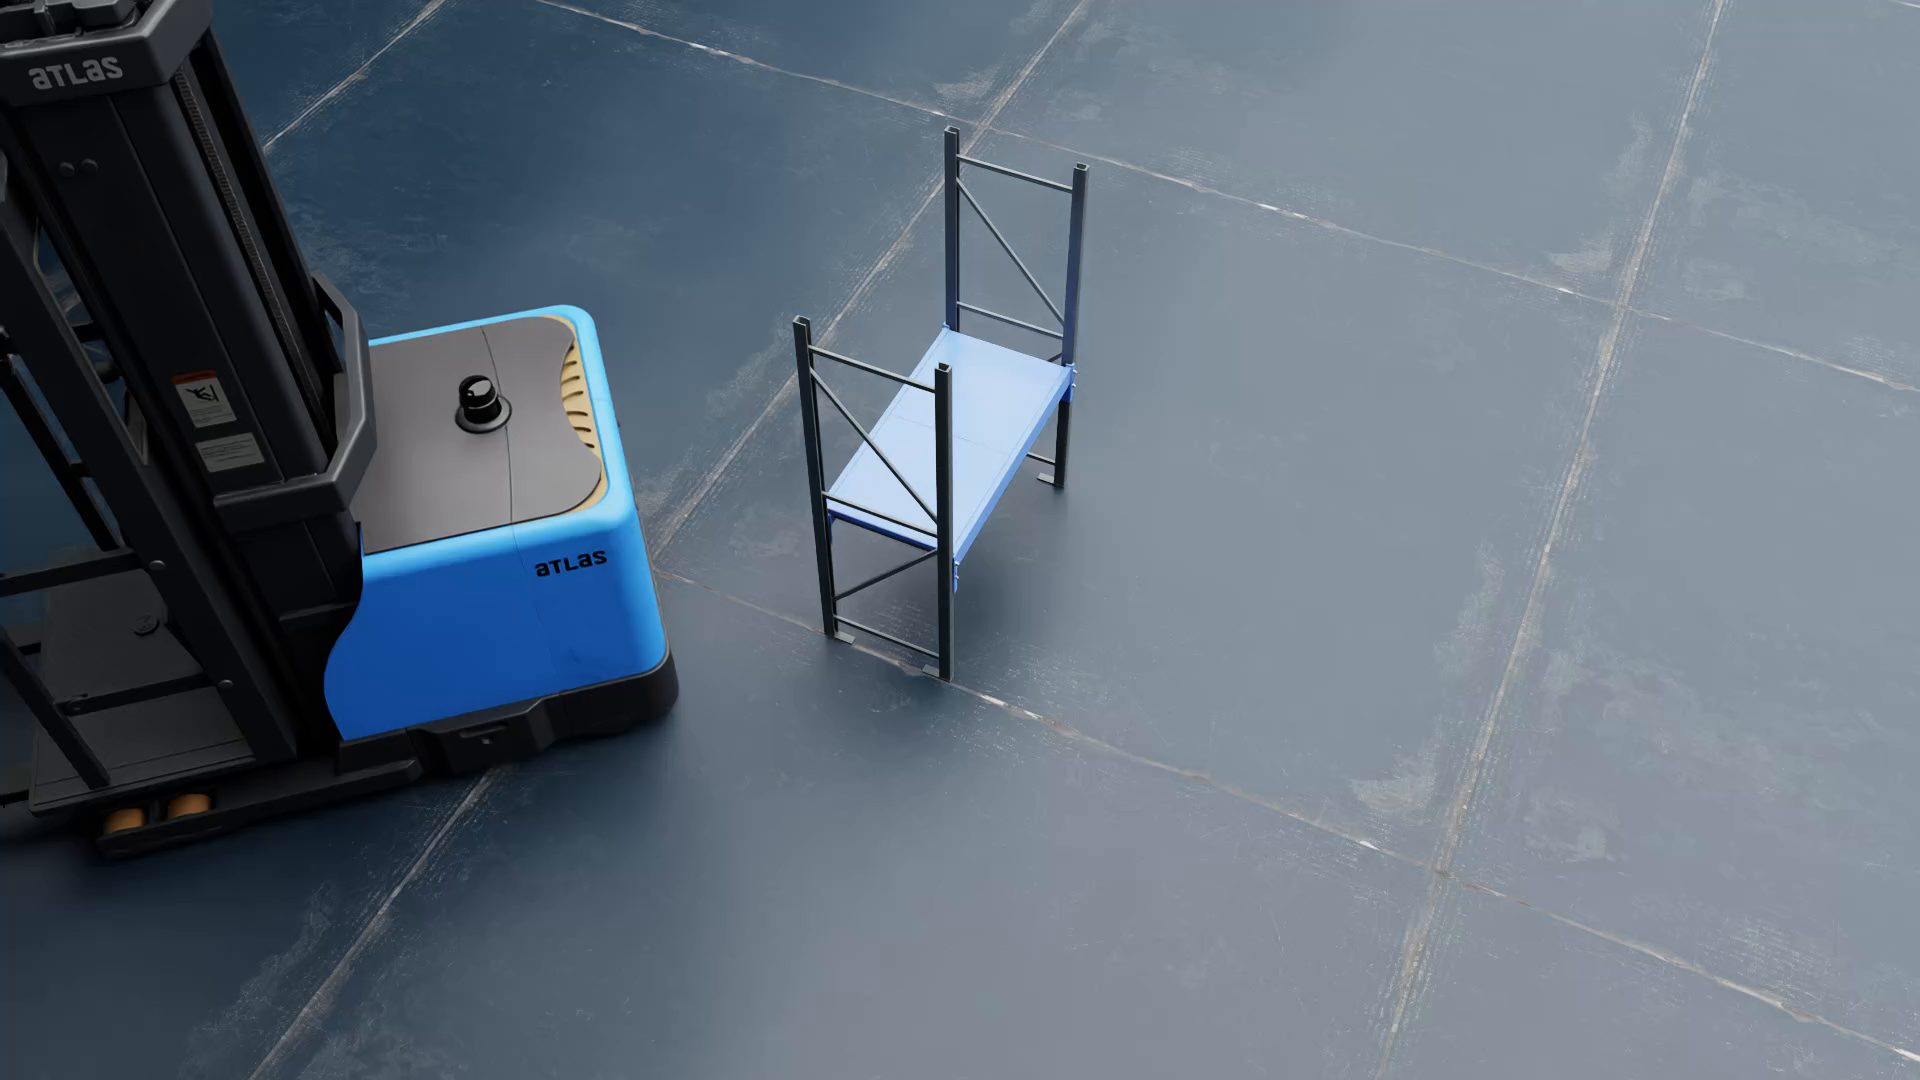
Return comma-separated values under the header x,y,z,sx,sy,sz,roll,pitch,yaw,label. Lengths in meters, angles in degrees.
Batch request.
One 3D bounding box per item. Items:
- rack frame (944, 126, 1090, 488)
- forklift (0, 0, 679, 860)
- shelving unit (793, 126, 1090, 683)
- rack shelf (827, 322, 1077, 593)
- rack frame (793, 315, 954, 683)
x,y,z,sx,sy,sz,roll,pitch,yaw,label
0.181,-0.777,5.927,0.500,1.500,0.032,20,52,16,rack frame
-2.540,-0.383,4.651,3.031,2.935,1.130,-13,51,-11,forklift
-0.036,-0.427,5.629,0.538,1.500,1.048,20,52,16,shelving unit
-0.036,-0.311,5.766,0.538,0.185,1.000,20,52,16,rack shelf
-0.254,-0.077,5.331,0.500,1.500,0.032,20,52,16,rack frame
